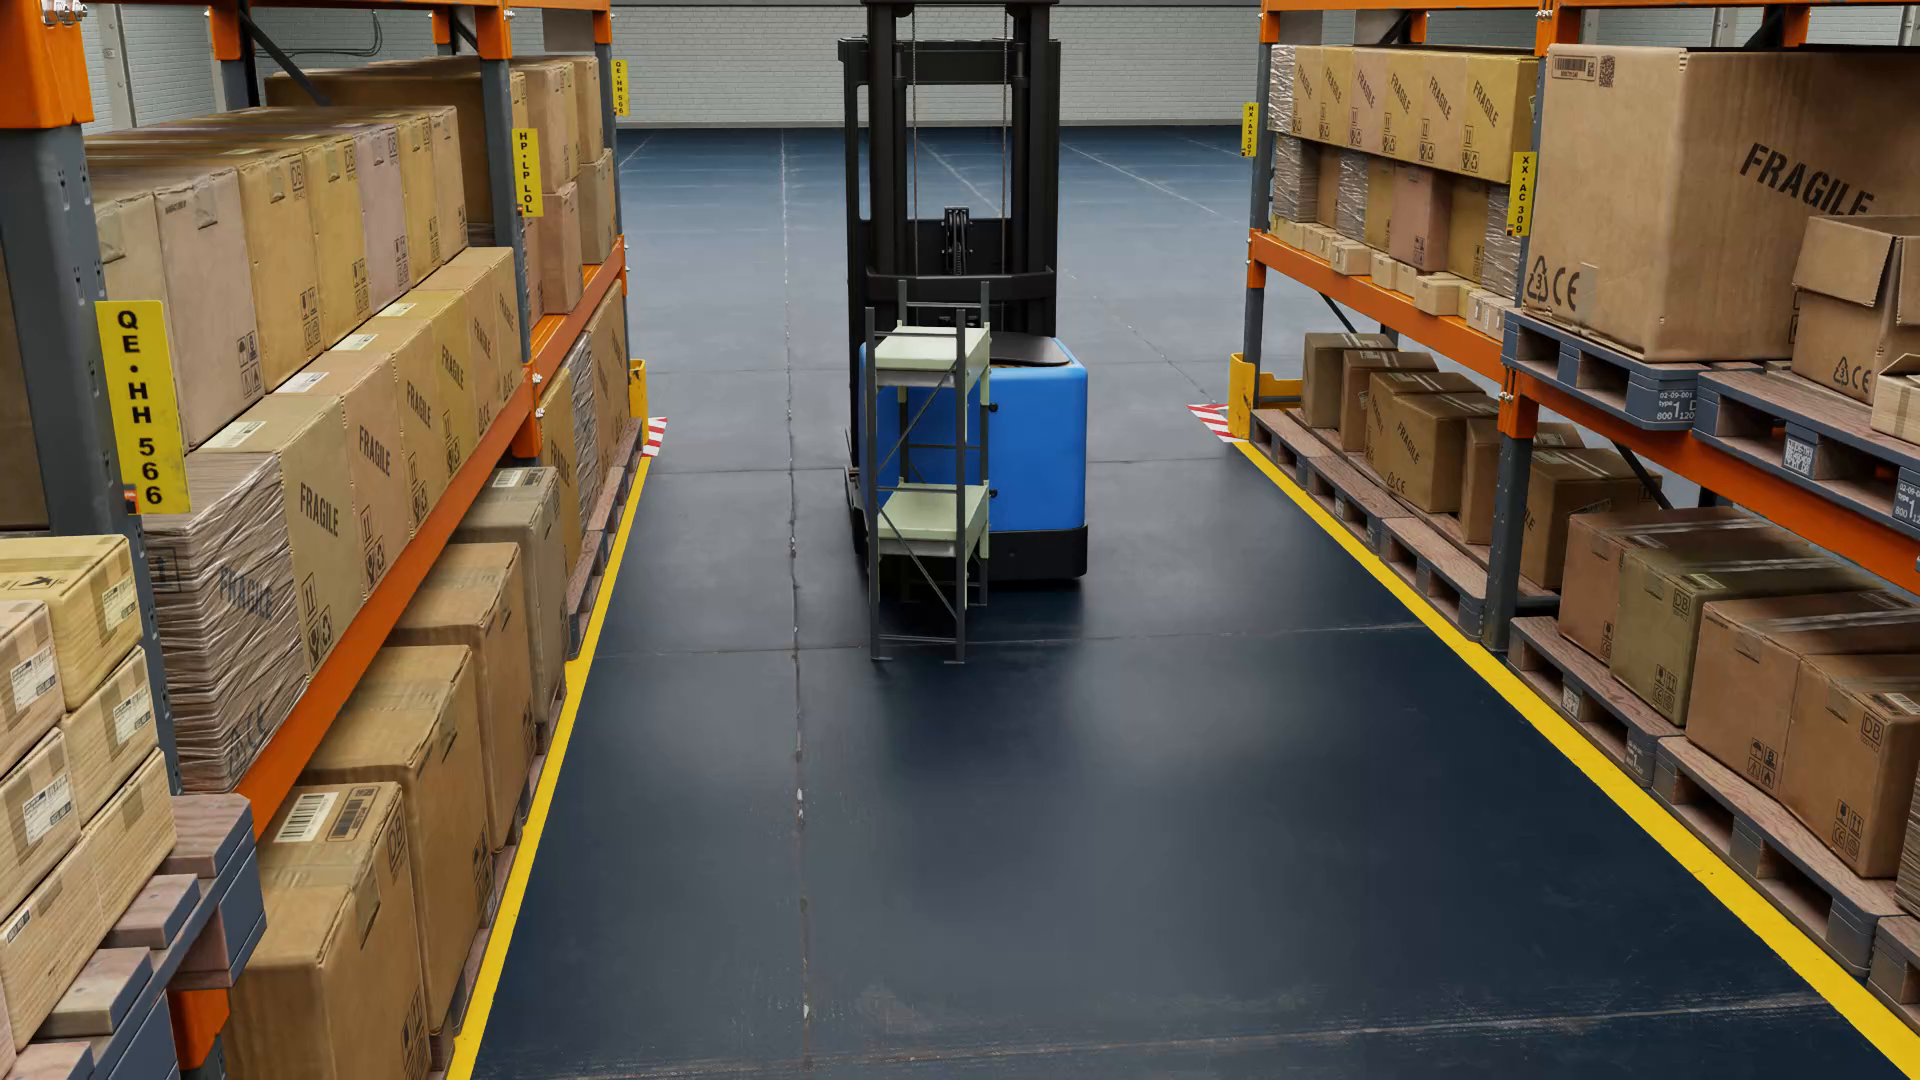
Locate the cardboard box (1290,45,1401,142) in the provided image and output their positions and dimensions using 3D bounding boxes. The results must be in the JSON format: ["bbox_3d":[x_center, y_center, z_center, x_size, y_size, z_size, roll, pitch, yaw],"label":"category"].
[{"bbox_3d":[2.185,-2.513,9.341,0.500,0.500,0.500,-2,18,-6],"label":"cardboard box"}]

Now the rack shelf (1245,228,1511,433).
[{"bbox_3d":[2.561,-1.229,8.784,1.077,0.370,4.000,-2,18,-6],"label":"rack shelf"}]

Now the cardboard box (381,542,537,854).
[{"bbox_3d":[-1.928,0.490,5.164,1.050,0.750,0.750,-2,18,-6],"label":"cardboard box"}]

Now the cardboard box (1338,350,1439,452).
[{"bbox_3d":[2.498,-0.812,9.728,0.500,0.500,0.500,3,18,9],"label":"cardboard box"}]

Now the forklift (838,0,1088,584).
[{"bbox_3d":[-0.068,-1.586,8.836,1.130,2.935,3.031,-2,18,-6],"label":"forklift"}]

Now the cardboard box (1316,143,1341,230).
[{"bbox_3d":[2.555,-2.048,9.528,0.875,0.500,0.500,-2,18,-6],"label":"cardboard box"}]

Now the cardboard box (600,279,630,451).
[{"bbox_3d":[-2.454,-1.031,9.801,0.875,0.875,0.875,-2,18,-5],"label":"cardboard box"}]

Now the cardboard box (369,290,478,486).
[{"bbox_3d":[-1.753,-0.452,4.943,0.500,0.500,0.500,-2,17,-5],"label":"cardboard box"}]

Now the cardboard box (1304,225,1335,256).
[{"bbox_3d":[2.211,-1.732,9.605,0.380,0.149,0.250,-2,18,-6],"label":"cardboard box"}]

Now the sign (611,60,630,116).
[{"bbox_3d":[-2.049,-2.723,10.014,0.100,0.325,0.005,-2,18,-6],"label":"sign"}]

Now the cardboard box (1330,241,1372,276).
[{"bbox_3d":[2.205,-1.506,8.885,0.380,0.149,0.250,-2,18,-6],"label":"cardboard box"}]

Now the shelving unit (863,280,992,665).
[{"bbox_3d":[-0.125,-0.309,7.157,0.431,1.500,0.755,3,18,8],"label":"shelving unit"}]

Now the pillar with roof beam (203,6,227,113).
[{"bbox_3d":[-12.077,-13.405,36.353,9.100,9.000,0.400,-2,18,-6],"label":"pillar with roof beam"}]

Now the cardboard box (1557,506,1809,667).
[{"bbox_3d":[2.809,0.190,6.502,0.700,0.500,0.500,-3,18,-10],"label":"cardboard box"}]

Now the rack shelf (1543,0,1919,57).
[{"bbox_3d":[2.973,-1.468,4.539,1.077,0.370,4.000,-2,18,-6],"label":"rack shelf"}]

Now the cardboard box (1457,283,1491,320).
[{"bbox_3d":[2.470,-1.062,7.473,0.380,0.149,0.250,-2,18,-6],"label":"cardboard box"}]

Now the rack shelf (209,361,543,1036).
[{"bbox_3d":[-1.971,0.086,4.596,1.077,0.370,4.000,-2,18,-6],"label":"rack shelf"}]

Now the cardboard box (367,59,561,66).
[{"bbox_3d":[-2.519,-2.188,8.585,0.875,0.550,0.550,-2,18,-6],"label":"cardboard box"}]

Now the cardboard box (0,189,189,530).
[{"bbox_3d":[-1.801,-0.320,2.853,0.700,0.500,0.500,-2,18,-6],"label":"cardboard box"}]

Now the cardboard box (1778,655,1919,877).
[{"bbox_3d":[2.955,0.666,4.987,0.700,0.500,0.500,0,17,-1],"label":"cardboard box"}]

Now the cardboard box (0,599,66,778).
[{"bbox_3d":[-1.234,0.181,1.817,0.380,0.149,0.250,-2,18,-6],"label":"cardboard box"}]

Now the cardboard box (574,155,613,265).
[{"bbox_3d":[-2.428,-1.844,9.292,0.875,0.550,0.550,-2,18,-6],"label":"cardboard box"}]

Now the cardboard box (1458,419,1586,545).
[{"bbox_3d":[2.699,-0.275,8.016,0.500,0.500,0.500,4,18,12],"label":"cardboard box"}]

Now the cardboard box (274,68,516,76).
[{"bbox_3d":[-2.353,-1.711,7.066,0.875,0.550,0.550,-2,18,-6],"label":"cardboard box"}]

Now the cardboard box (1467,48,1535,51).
[{"bbox_3d":[2.807,-2.231,8.444,0.500,0.500,0.500,-2,18,-6],"label":"cardboard box"}]

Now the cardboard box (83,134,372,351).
[{"bbox_3d":[-1.963,-0.776,4.304,0.700,0.500,0.500,-2,18,-6],"label":"cardboard box"}]

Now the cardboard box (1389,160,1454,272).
[{"bbox_3d":[2.614,-1.598,8.095,0.875,0.500,0.500,-2,18,-6],"label":"cardboard box"}]

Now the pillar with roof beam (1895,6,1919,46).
[{"bbox_3d":[11.929,-10.537,27.217,9.100,9.000,0.400,-2,18,-6],"label":"pillar with roof beam"}]

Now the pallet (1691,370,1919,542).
[{"bbox_3d":[2.934,-0.281,4.886,1.003,0.211,1.213,-2,18,-6],"label":"pallet"}]

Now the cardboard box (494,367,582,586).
[{"bbox_3d":[-2.172,-0.229,7.245,0.875,0.875,0.875,-2,17,-5],"label":"cardboard box"}]

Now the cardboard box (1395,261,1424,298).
[{"bbox_3d":[2.373,-1.285,8.182,0.380,0.149,0.250,-2,18,-6],"label":"cardboard box"}]

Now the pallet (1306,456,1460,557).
[{"bbox_3d":[2.533,-0.209,8.991,1.003,0.211,1.213,-2,18,-6],"label":"pallet"}]

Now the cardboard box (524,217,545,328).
[{"bbox_3d":[-2.306,-1.197,7.233,0.875,0.550,0.550,-2,18,-6],"label":"cardboard box"}]

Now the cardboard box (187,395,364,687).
[{"bbox_3d":[-1.598,-0.002,3.510,0.500,0.500,0.500,-2,18,-6],"label":"cardboard box"}]

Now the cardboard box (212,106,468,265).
[{"bbox_3d":[-2.120,-1.230,5.751,0.700,0.500,0.500,-2,18,-7],"label":"cardboard box"}]

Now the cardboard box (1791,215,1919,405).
[{"bbox_3d":[3.038,-0.712,5.064,0.797,0.503,0.637,0,17,0],"label":"cardboard box"}]

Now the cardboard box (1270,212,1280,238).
[{"bbox_3d":[2.147,-1.956,10.318,0.380,0.149,0.250,-2,18,-6],"label":"cardboard box"}]

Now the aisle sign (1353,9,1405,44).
[{"bbox_3d":[2.646,-3.436,10.273,0.394,0.787,0.004,-2,18,-6],"label":"aisle sign"}]

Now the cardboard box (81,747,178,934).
[{"bbox_3d":[-1.256,0.391,2.142,0.380,0.149,0.250,-1,17,-5],"label":"cardboard box"}]

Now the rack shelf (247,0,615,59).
[{"bbox_3d":[-2.383,-2.537,7.943,1.077,0.370,4.000,-2,18,-6],"label":"rack shelf"}]

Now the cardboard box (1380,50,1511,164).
[{"bbox_3d":[2.343,-2.066,7.918,0.500,0.500,0.500,-2,18,-6],"label":"cardboard box"}]

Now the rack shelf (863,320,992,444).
[{"bbox_3d":[-0.125,-0.681,7.040,0.431,0.370,0.720,3,18,8],"label":"rack shelf"}]

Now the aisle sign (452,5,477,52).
[{"bbox_3d":[-2.895,-3.297,9.831,0.394,0.787,0.004,-2,18,-6],"label":"aisle sign"}]

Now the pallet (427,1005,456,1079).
[{"bbox_3d":[-1.771,1.432,3.764,1.003,0.211,1.213,-2,18,-6],"label":"pallet"}]

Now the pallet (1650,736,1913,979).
[{"bbox_3d":[2.978,0.950,5.297,1.003,0.211,1.213,-2,18,-6],"label":"pallet"}]

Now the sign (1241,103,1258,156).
[{"bbox_3d":[1.815,-2.564,10.391,0.100,0.325,0.005,-2,18,-6],"label":"sign"}]

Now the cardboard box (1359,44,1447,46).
[{"bbox_3d":[2.657,-2.678,9.868,0.500,0.500,0.500,-2,18,-6],"label":"cardboard box"}]

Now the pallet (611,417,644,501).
[{"bbox_3d":[-2.429,-0.478,9.849,1.003,0.211,1.213,-2,18,-6],"label":"pallet"}]

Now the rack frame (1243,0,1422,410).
[{"bbox_3d":[2.354,-2.168,10.575,1.000,3.000,0.127,-2,18,-6],"label":"rack frame"}]
